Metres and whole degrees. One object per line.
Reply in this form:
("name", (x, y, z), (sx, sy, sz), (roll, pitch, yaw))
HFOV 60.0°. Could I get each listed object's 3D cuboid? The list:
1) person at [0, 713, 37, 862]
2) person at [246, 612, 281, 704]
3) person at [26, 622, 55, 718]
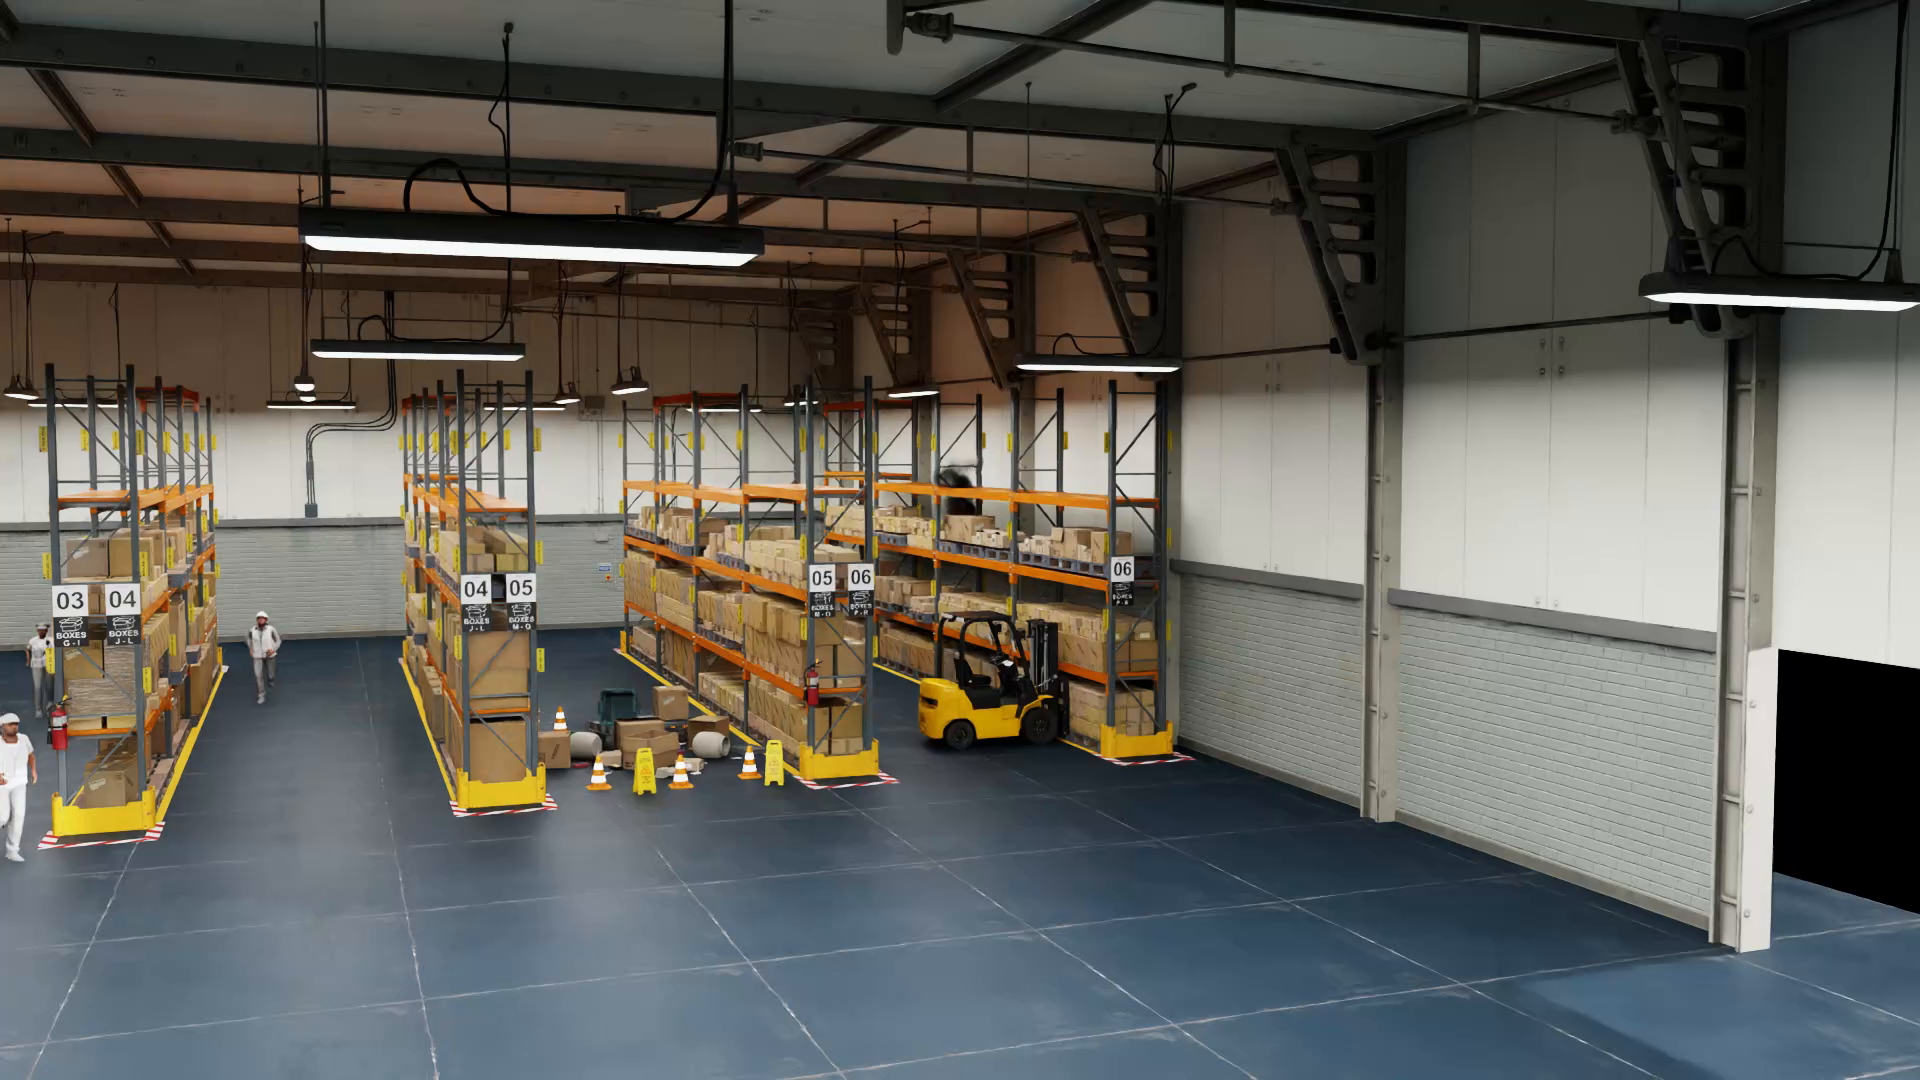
("person", (-11.516, 2.965, 20.101), (0.772, 1.765, 0.728), (2, 4, 35))
("person", (-13.528, 2.267, 32.304), (0.637, 1.756, 0.998), (-1, 4, -19))
("person", (-16.831, 2.349, 30.521), (0.571, 1.696, 0.931), (-2, 4, -25))
